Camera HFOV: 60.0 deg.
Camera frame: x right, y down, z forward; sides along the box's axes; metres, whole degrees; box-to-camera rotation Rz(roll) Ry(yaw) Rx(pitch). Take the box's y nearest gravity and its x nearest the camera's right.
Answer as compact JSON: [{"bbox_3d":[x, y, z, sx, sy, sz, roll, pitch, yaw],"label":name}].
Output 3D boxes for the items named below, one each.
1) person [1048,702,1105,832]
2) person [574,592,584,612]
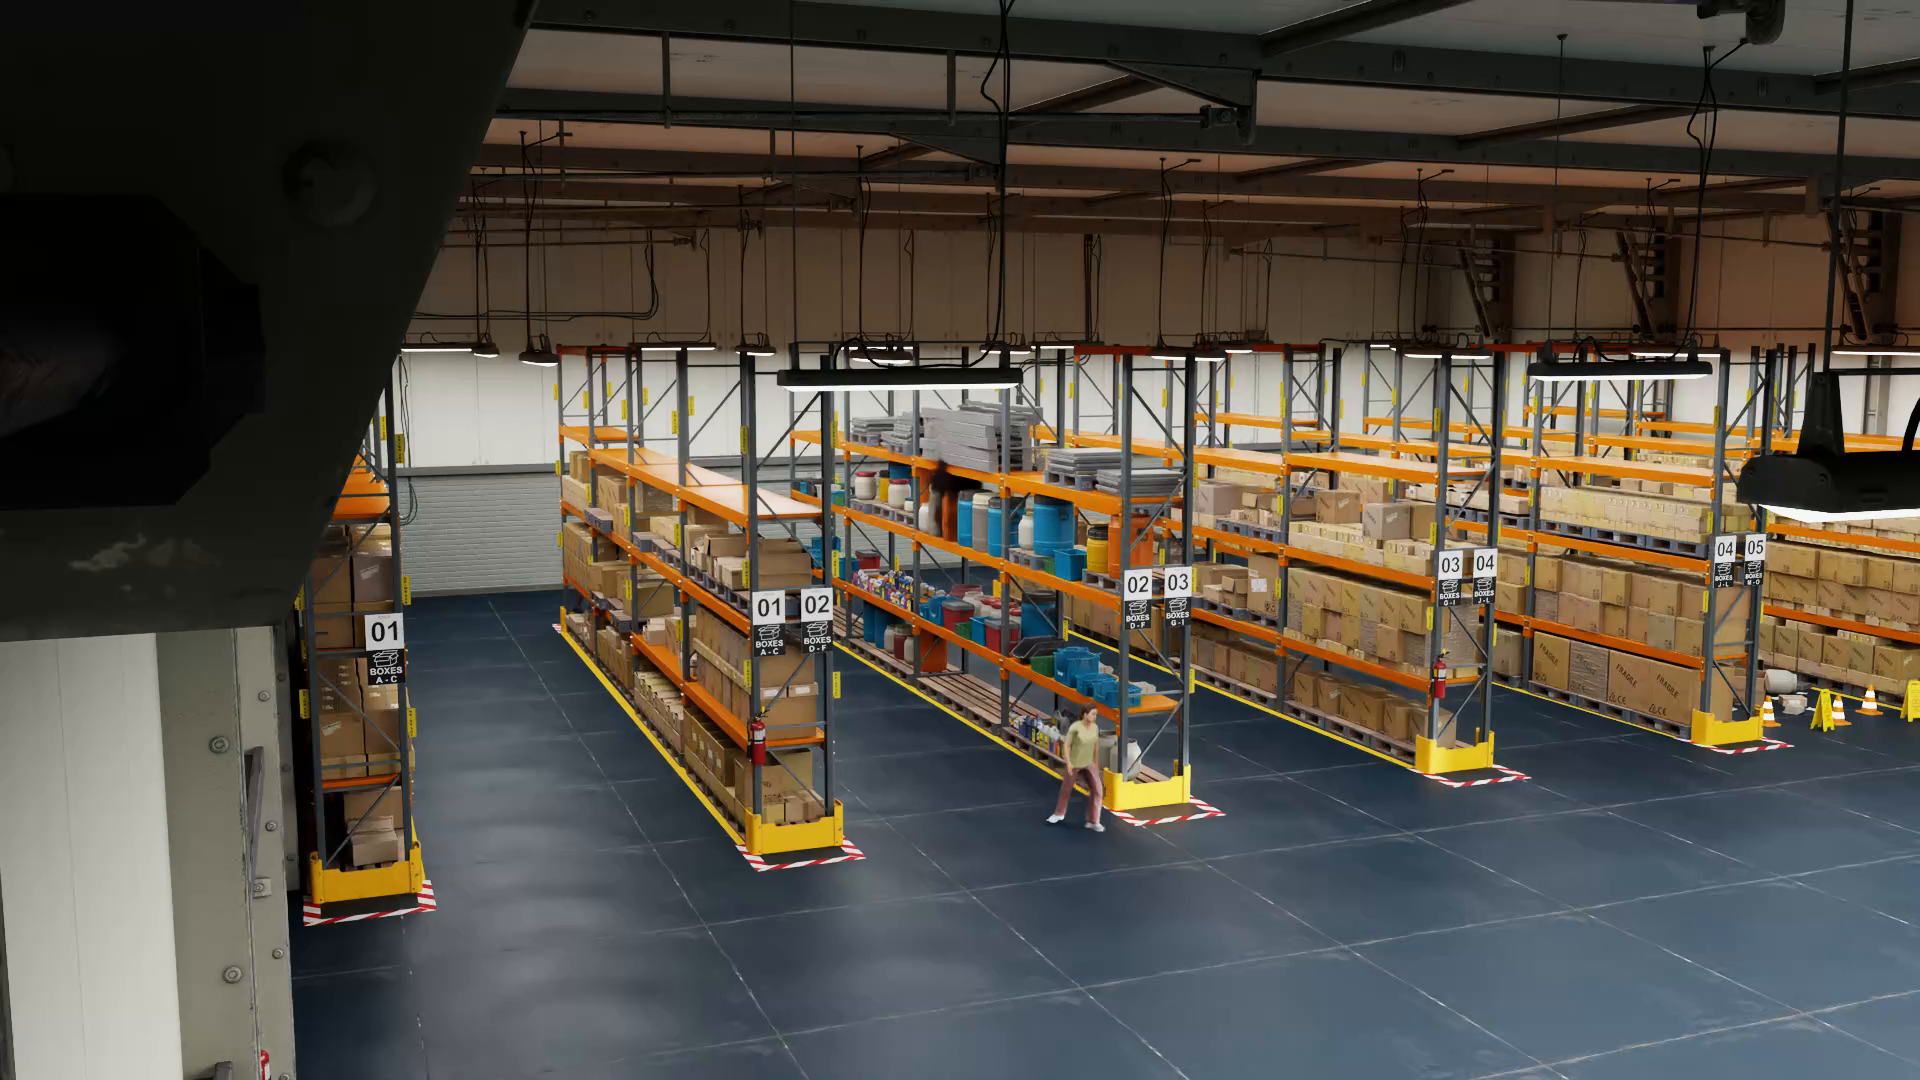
[{"bbox_3d":[1.481,2.853,21.130,0.599,1.646,0.687,-3,8,-25],"label":"person"},{"bbox_3d":[-8.193,0.823,36.723,0.832,1.775,0.626,4,9,31],"label":"person"}]
